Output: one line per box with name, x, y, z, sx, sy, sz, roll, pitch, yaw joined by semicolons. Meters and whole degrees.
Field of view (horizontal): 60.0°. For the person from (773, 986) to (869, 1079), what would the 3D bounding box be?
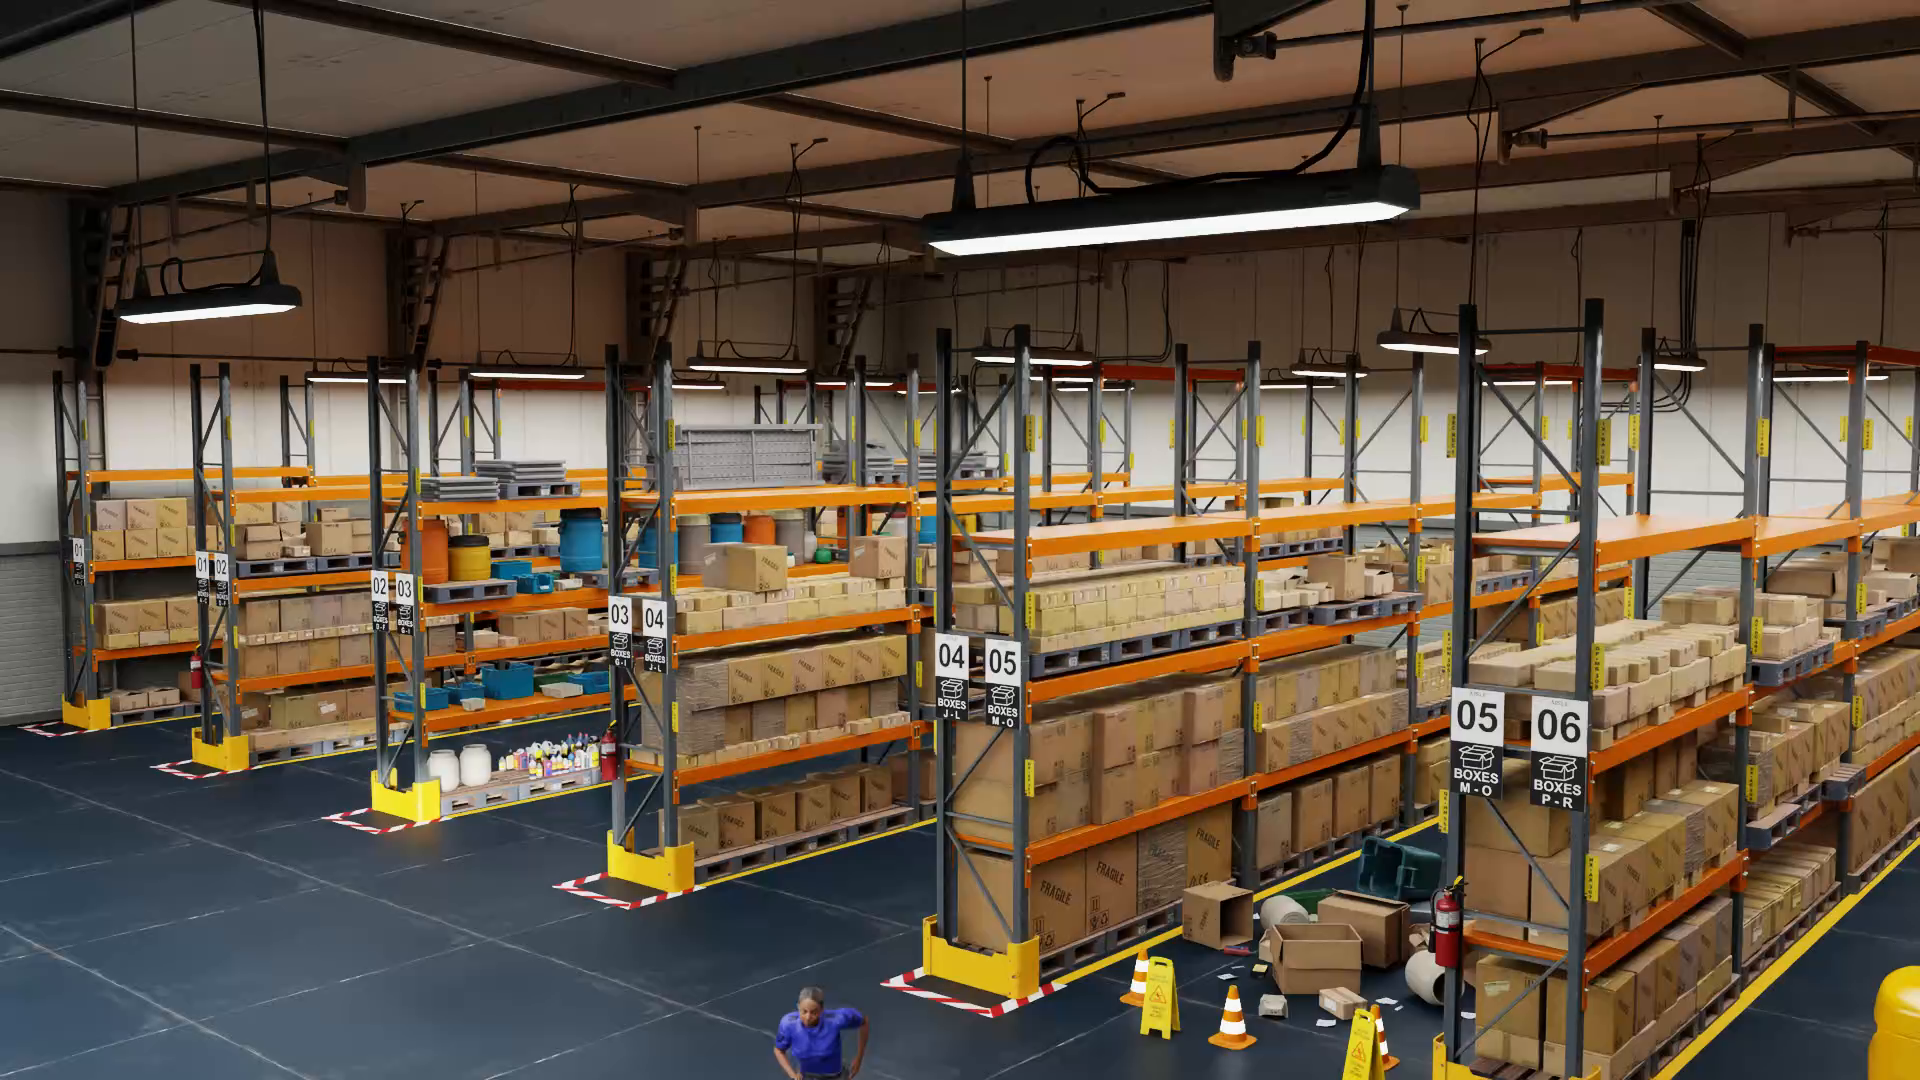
person;-0.895;3.614;10.986;0.617;1.615;0.966;0;4;4
